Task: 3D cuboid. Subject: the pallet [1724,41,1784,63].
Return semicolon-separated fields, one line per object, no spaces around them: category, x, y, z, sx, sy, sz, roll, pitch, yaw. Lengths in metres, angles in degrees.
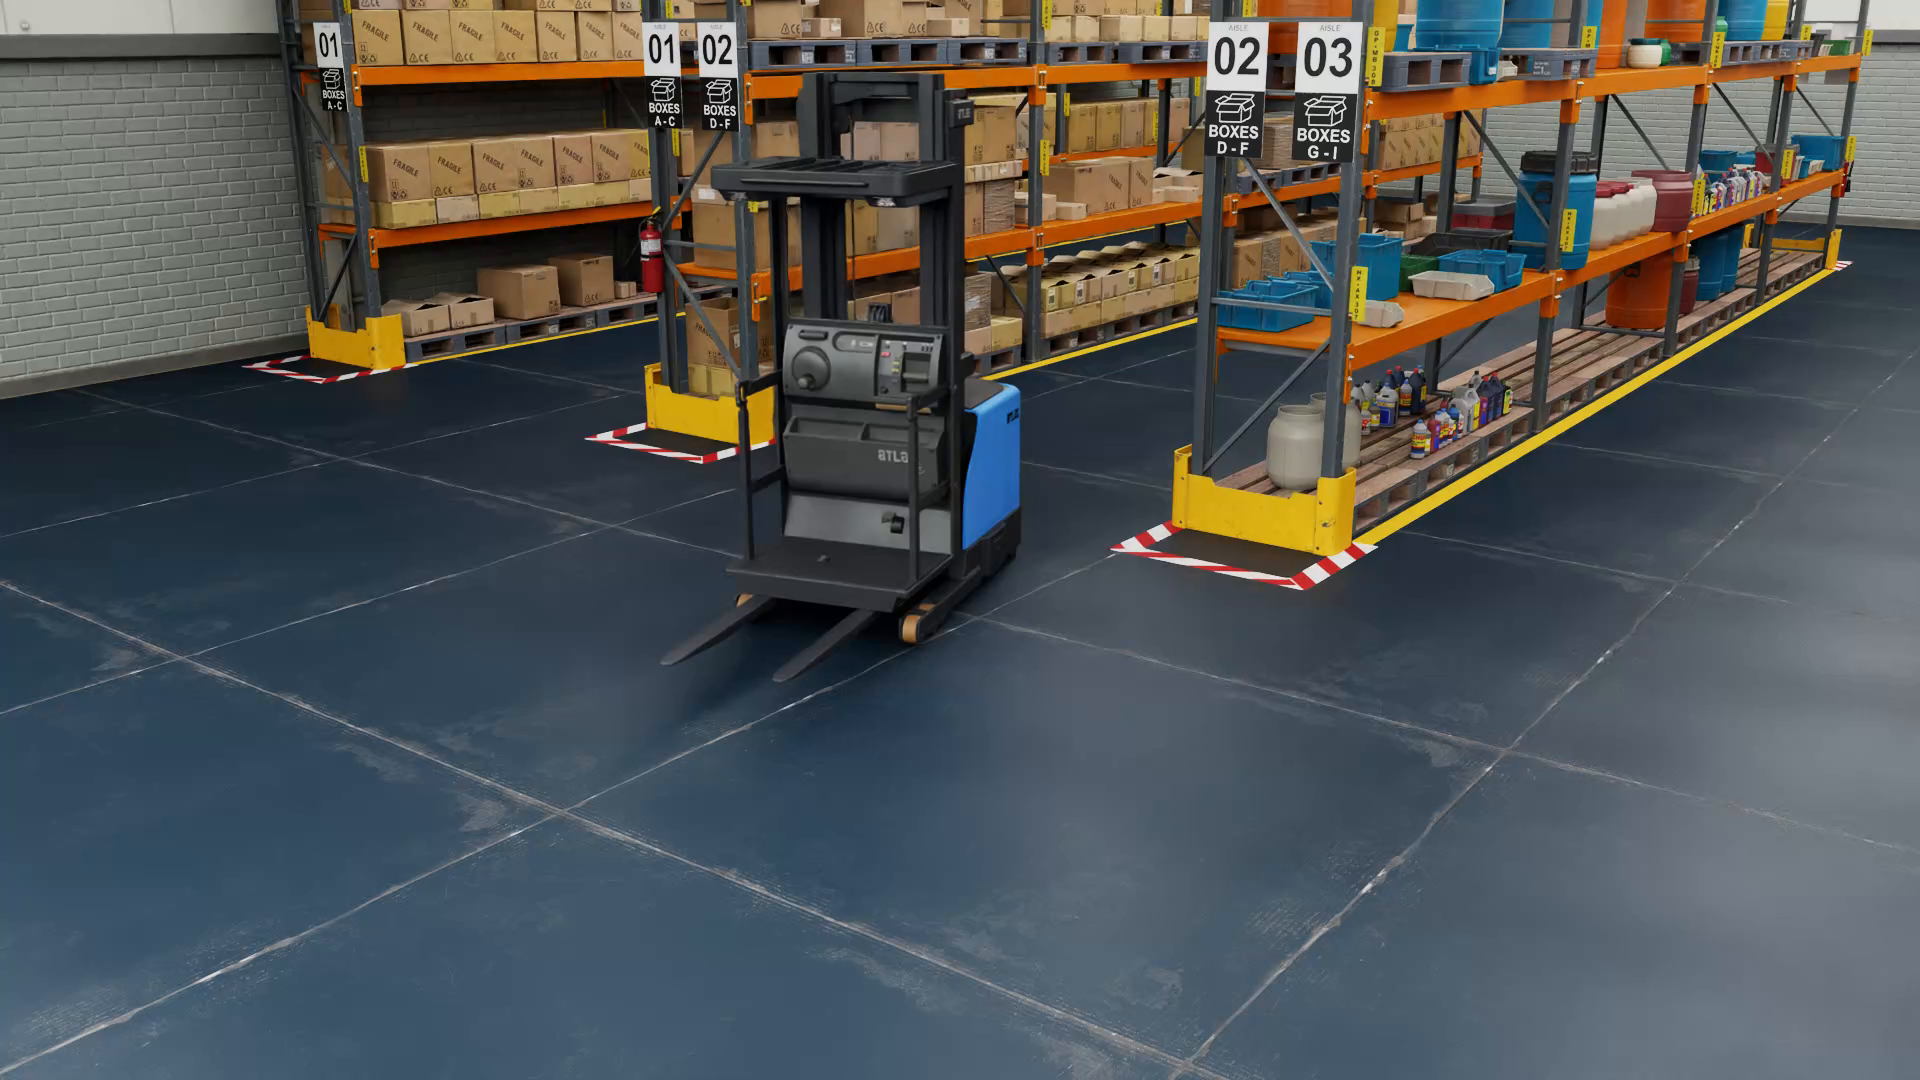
pallet;8.036;-5.168;17.587;1.003;0.211;1.213;12;21;35

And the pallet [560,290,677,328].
pallet;-3.997;-2.647;18.912;1.003;0.211;1.213;12;21;35

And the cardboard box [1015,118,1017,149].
cardboard box;0.467;-5.854;23.833;0.500;0.500;0.500;12;21;35

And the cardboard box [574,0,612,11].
cardboard box;-4.026;-5.812;17.456;0.500;0.500;0.500;14;22;38

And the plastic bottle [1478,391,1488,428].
plastic bottle;4.001;-1.011;12.780;0.061;0.283;0.133;14;22;38

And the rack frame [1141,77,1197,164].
rack frame;3.525;-7.003;28.237;1.000;3.000;0.127;12;21;35

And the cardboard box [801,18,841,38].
cardboard box;-1.185;-4.147;13.461;0.380;0.149;0.250;12;21;35

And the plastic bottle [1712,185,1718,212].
plastic bottle;7.874;-3.574;17.413;0.097;0.271;0.097;0;17;0

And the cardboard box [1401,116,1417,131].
cardboard box;5.936;-5.887;22.788;0.500;0.500;0.500;12;21;33

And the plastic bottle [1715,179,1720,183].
plastic bottle;8.275;-3.811;18.174;0.097;0.271;0.097;0;17;0

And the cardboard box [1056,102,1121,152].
cardboard box;1.917;-6.493;26.089;0.980;0.700;0.700;12;21;33

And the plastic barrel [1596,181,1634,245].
plastic barrel;5.772;-2.926;14.880;0.433;0.535;0.433;0;17;0

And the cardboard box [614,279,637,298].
cardboard box;-3.920;-2.869;18.961;0.380;0.166;0.250;9;20;28

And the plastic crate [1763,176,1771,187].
plastic crate;9.490;-4.288;19.838;0.396;0.136;0.243;12;21;35

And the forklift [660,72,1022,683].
forklift;-0.611;-0.974;8.937;1.130;2.935;3.031;6;18;20

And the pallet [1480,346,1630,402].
pallet;5.494;-1.548;15.374;1.003;0.211;1.213;12;21;35

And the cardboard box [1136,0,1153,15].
cardboard box;2.697;-8.505;26.127;0.500;0.500;0.500;11;21;32

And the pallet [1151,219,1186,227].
pallet;3.111;-5.467;27.993;1.003;0.211;1.213;12;21;35

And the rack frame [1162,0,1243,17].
rack frame;2.739;-7.088;18.396;1.000;3.000;0.127;12;21;35

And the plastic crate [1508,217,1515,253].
plastic crate;4.739;-2.704;14.422;0.392;0.384;0.575;12;21;35

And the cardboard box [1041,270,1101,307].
cardboard box;1.104;-2.599;17.036;0.500;0.311;0.500;12;21;34

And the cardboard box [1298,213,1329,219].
cardboard box;4.638;-4.120;22.427;0.500;0.500;0.500;11;21;32

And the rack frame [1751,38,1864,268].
rack frame;11.481;-5.253;22.600;1.000;3.000;0.127;12;21;35

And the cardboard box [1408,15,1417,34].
cardboard box;5.908;-6.967;22.473;0.500;0.250;0.500;12;21;35

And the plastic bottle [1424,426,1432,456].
plastic bottle;3.340;-0.717;11.971;0.097;0.201;0.097;0;17;0

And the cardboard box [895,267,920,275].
cardboard box;-0.464;-2.341;15.887;0.500;0.500;0.500;12;21;35

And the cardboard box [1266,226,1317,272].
cardboard box;4.157;-3.667;20.967;0.500;0.500;0.500;12;21;33

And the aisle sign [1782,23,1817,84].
aisle sign;11.286;-6.564;22.439;0.394;0.787;0.004;12;21;35

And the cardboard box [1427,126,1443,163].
cardboard box;6.549;-5.660;23.742;0.500;0.500;0.500;12;21;34

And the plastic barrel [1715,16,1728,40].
plastic barrel;7.531;-5.118;16.662;0.294;0.245;0.294;0;17;0

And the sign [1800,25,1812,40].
sign;9.539;-5.639;18.772;0.100;0.325;0.005;12;21;35

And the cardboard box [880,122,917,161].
cardboard box;-0.801;-3.472;14.512;0.700;0.500;0.500;12;21;35

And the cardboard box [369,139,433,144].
cardboard box;-5.591;-3.756;16.737;0.500;0.500;0.500;13;21;35

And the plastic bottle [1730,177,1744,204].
plastic bottle;8.524;-3.850;18.294;0.152;0.276;0.135;12;21;35

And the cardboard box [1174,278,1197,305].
cardboard box;2.317;-2.819;18.692;0.500;0.250;0.500;12;21;34

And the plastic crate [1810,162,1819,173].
plastic crate;10.957;-4.863;21.688;0.396;0.136;0.243;12;21;35

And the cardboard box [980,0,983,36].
cardboard box;-0.101;-7.299;23.221;0.700;0.500;0.500;12;21;35

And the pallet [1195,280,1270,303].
pallet;3.214;-3.063;20.250;1.003;0.211;1.213;12;21;35

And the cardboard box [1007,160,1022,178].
cardboard box;0.365;-3.525;15.776;0.380;0.149;0.250;12;21;35

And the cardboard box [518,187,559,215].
cardboard box;-4.554;-3.557;17.359;0.500;0.250;0.500;13;21;35

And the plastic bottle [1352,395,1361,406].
plastic bottle;2.945;-0.954;12.609;0.152;0.276;0.135;12;21;33

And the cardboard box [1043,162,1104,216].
cardboard box;1.140;-3.624;17.187;0.500;0.500;0.500;14;22;39

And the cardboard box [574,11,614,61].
cardboard box;-4.039;-5.353;17.662;0.500;0.500;0.500;10;20;30

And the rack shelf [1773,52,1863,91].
rack shelf;10.290;-5.865;20.728;1.077;0.370;4.000;12;21;35

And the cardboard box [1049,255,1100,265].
cardboard box;1.273;-2.935;18.121;0.500;0.311;0.500;12;21;34

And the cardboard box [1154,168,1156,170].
cardboard box;3.102;-6.200;28.066;0.380;0.149;0.250;13;21;35

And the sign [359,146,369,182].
sign;-5.573;-3.510;15.529;0.100;0.325;0.005;12;21;35

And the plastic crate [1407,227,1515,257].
plastic crate;3.917;-2.263;13.076;0.767;0.338;0.504;12;21;35

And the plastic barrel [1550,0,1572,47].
plastic barrel;4.850;-4.382;13.892;0.600;0.901;0.600;0;17;0

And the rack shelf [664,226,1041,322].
rack shelf;-0.836;-2.451;14.791;1.077;0.370;4.000;12;21;35

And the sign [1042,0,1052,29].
sign;0.802;-4.890;15.370;0.100;0.325;0.005;12;21;35

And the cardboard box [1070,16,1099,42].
cardboard box;1.055;-5.108;16.623;0.500;0.250;0.500;10;20;29

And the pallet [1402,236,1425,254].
pallet;6.259;-4.299;24.233;1.003;0.211;1.213;12;21;35

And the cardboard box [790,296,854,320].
cardboard box;-1.233;-1.771;14.053;0.500;0.500;0.500;12;21;35
